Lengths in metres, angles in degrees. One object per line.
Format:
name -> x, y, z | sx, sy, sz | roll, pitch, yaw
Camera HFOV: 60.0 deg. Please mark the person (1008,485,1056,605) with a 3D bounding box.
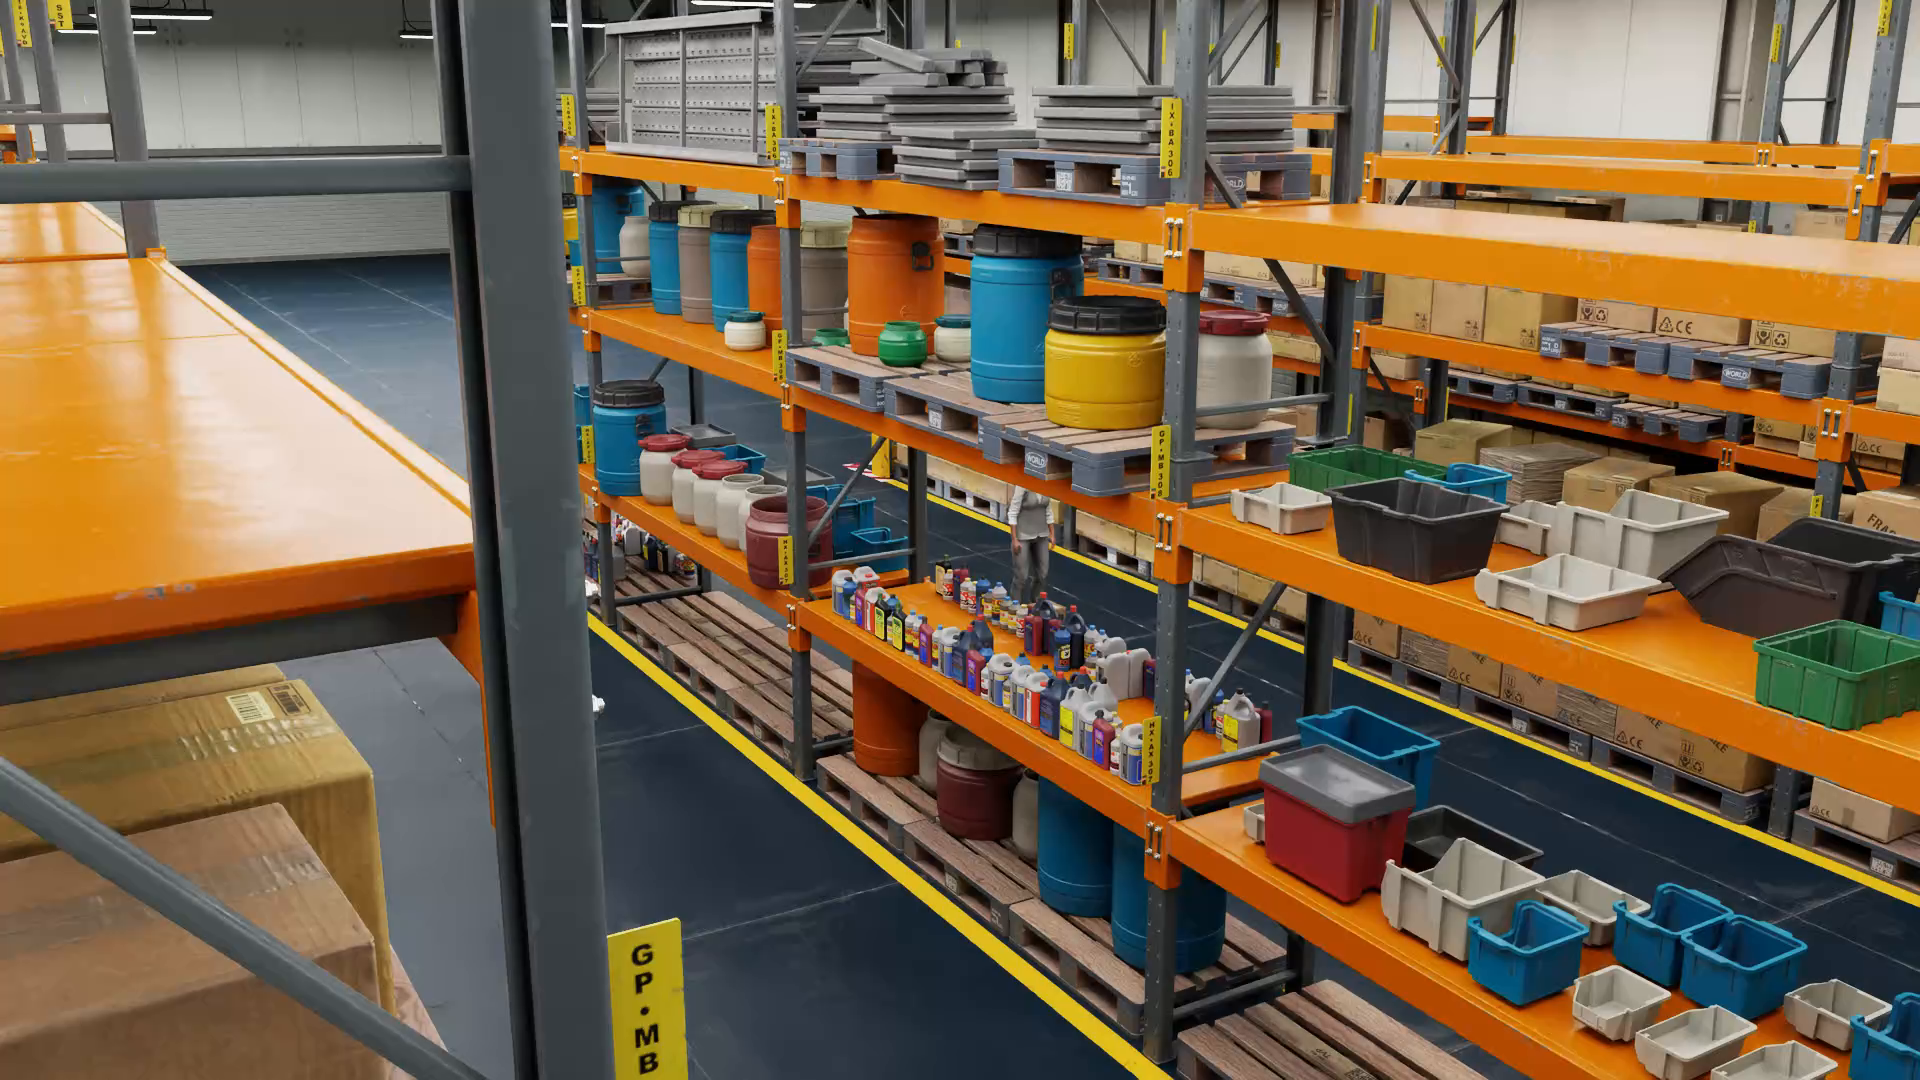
person -> 0.624, -0.004, 14.551 | 0.480, 1.593, 0.343 | -10, 18, -32
